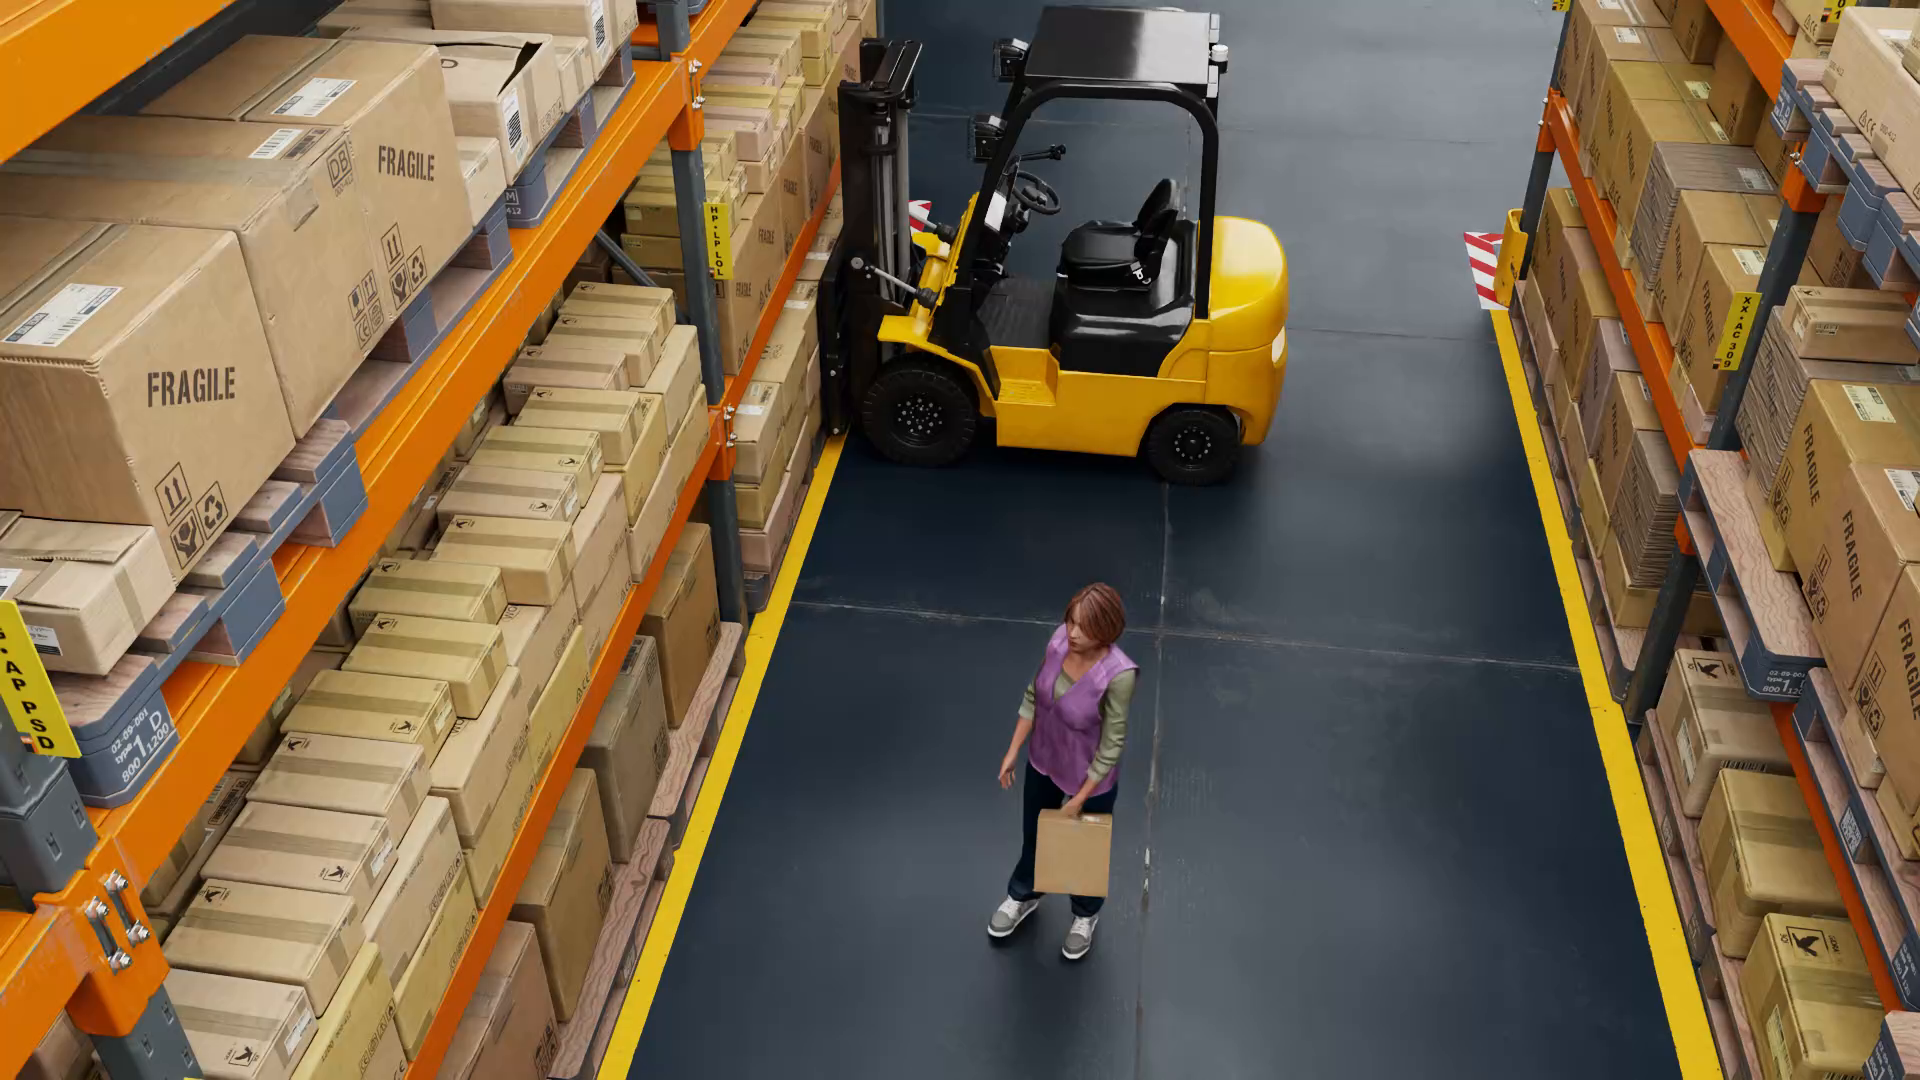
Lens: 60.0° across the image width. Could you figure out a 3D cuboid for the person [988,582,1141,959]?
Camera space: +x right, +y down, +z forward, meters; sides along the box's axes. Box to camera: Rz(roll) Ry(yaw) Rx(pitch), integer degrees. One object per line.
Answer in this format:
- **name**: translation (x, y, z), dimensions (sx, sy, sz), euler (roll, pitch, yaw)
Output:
- **person**: translation (0.366, 0.846, 5.884), dimensions (0.440, 1.603, 0.434), euler (-29, 45, -33)
